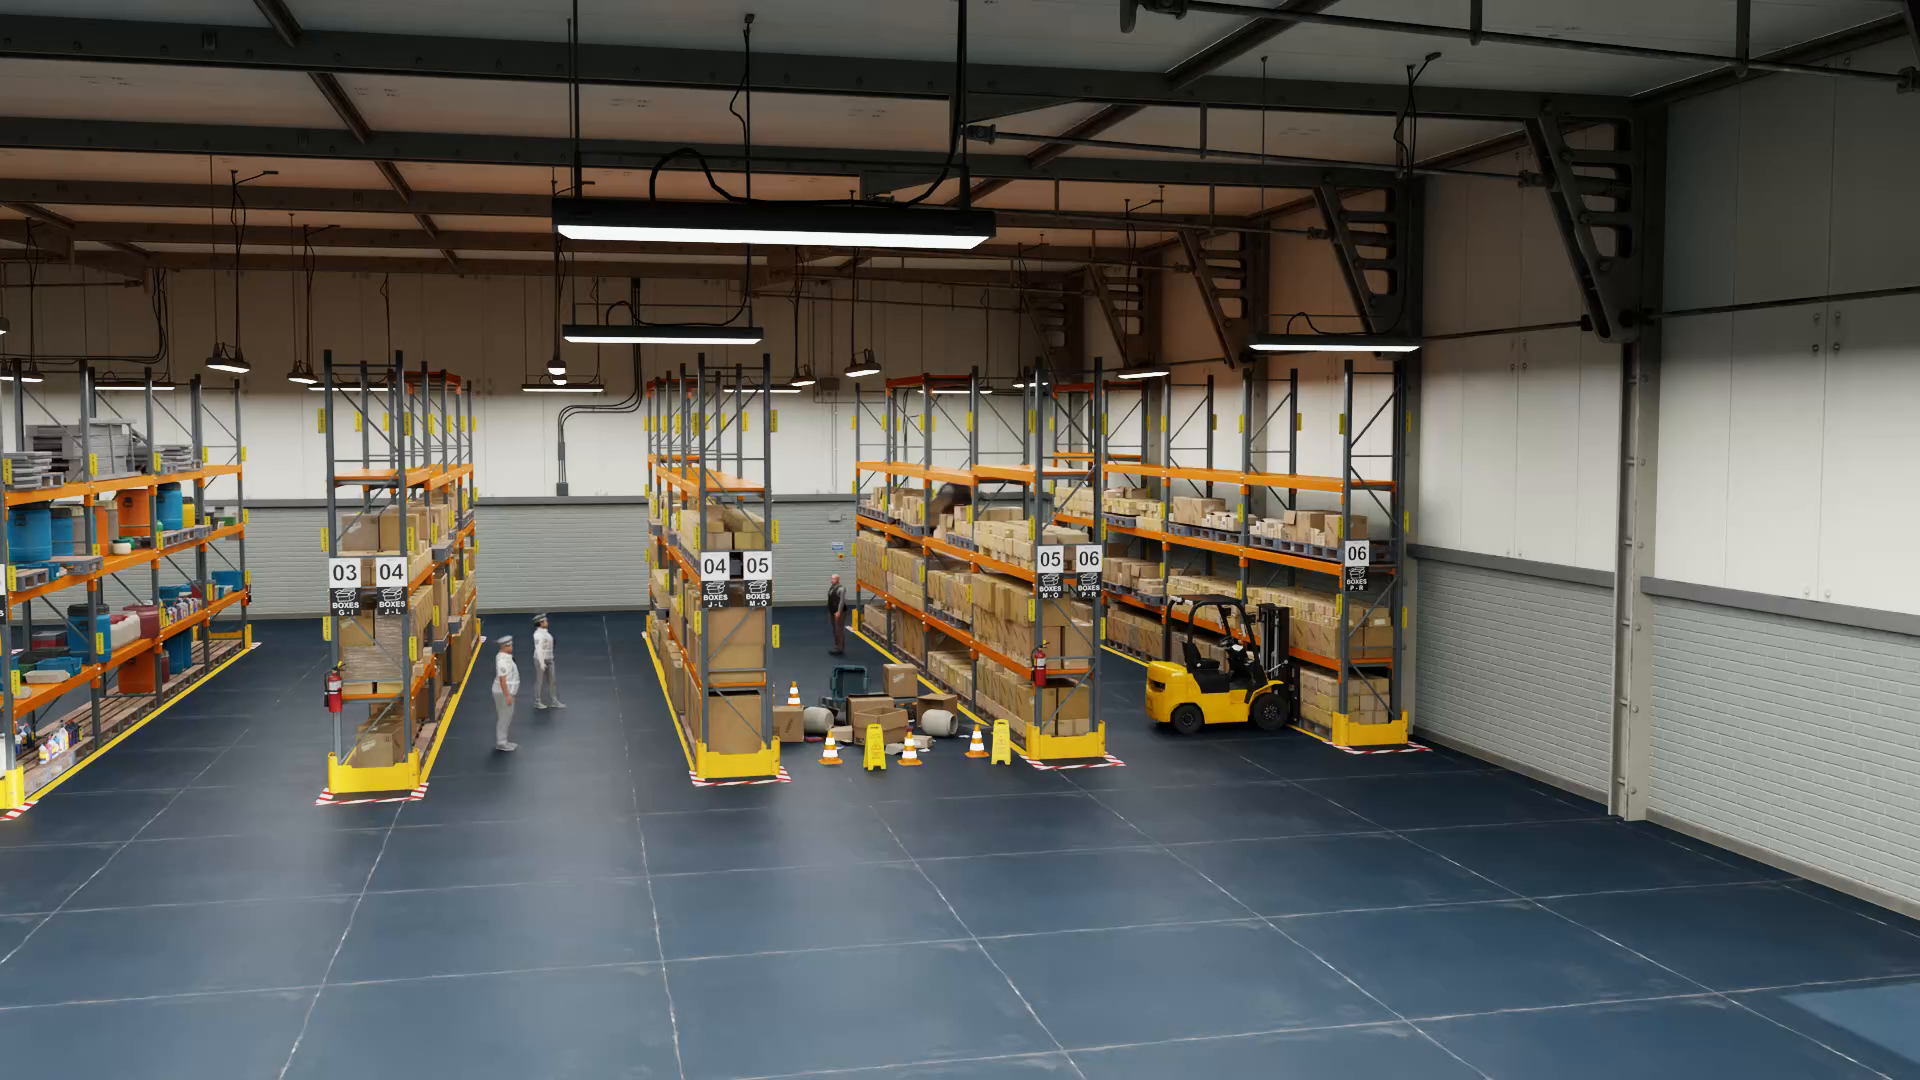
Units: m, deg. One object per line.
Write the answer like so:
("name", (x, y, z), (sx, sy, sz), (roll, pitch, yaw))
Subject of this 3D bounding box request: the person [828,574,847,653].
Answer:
("person", (-2.715, 1.607, 36.301), (0.421, 1.732, 0.551), (-3, 5, -33))

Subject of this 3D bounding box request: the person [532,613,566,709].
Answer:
("person", (-7.264, 2.133, 29.277), (0.531, 1.698, 0.521), (2, 4, 22))

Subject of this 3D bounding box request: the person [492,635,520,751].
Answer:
("person", (-6.978, 2.343, 25.545), (0.413, 1.772, 0.595), (0, 4, -2))
